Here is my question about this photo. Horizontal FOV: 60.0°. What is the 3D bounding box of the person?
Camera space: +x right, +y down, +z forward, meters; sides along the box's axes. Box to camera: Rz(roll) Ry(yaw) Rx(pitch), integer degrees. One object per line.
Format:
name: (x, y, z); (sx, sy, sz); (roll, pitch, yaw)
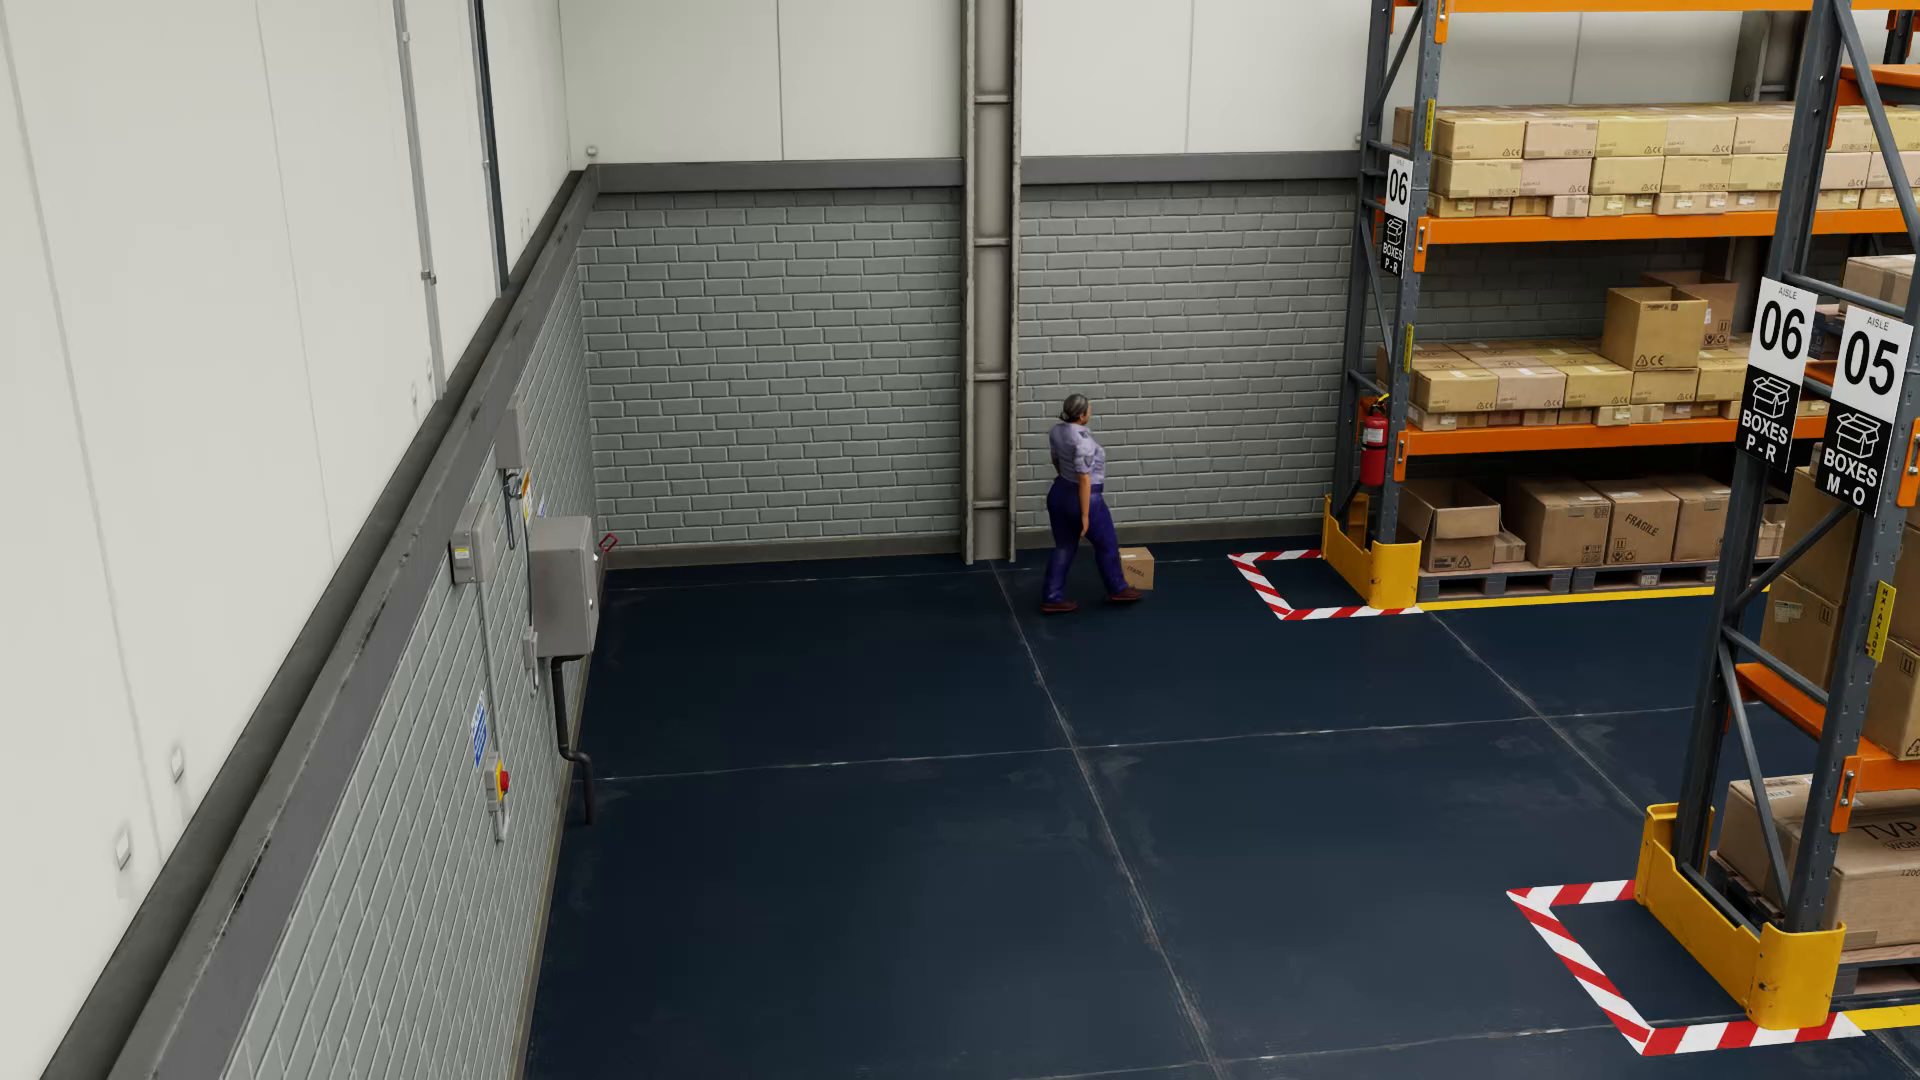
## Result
person: (0.933, -0.295, 11.890); (0.794, 1.623, 0.530); (-15, 25, -36)
